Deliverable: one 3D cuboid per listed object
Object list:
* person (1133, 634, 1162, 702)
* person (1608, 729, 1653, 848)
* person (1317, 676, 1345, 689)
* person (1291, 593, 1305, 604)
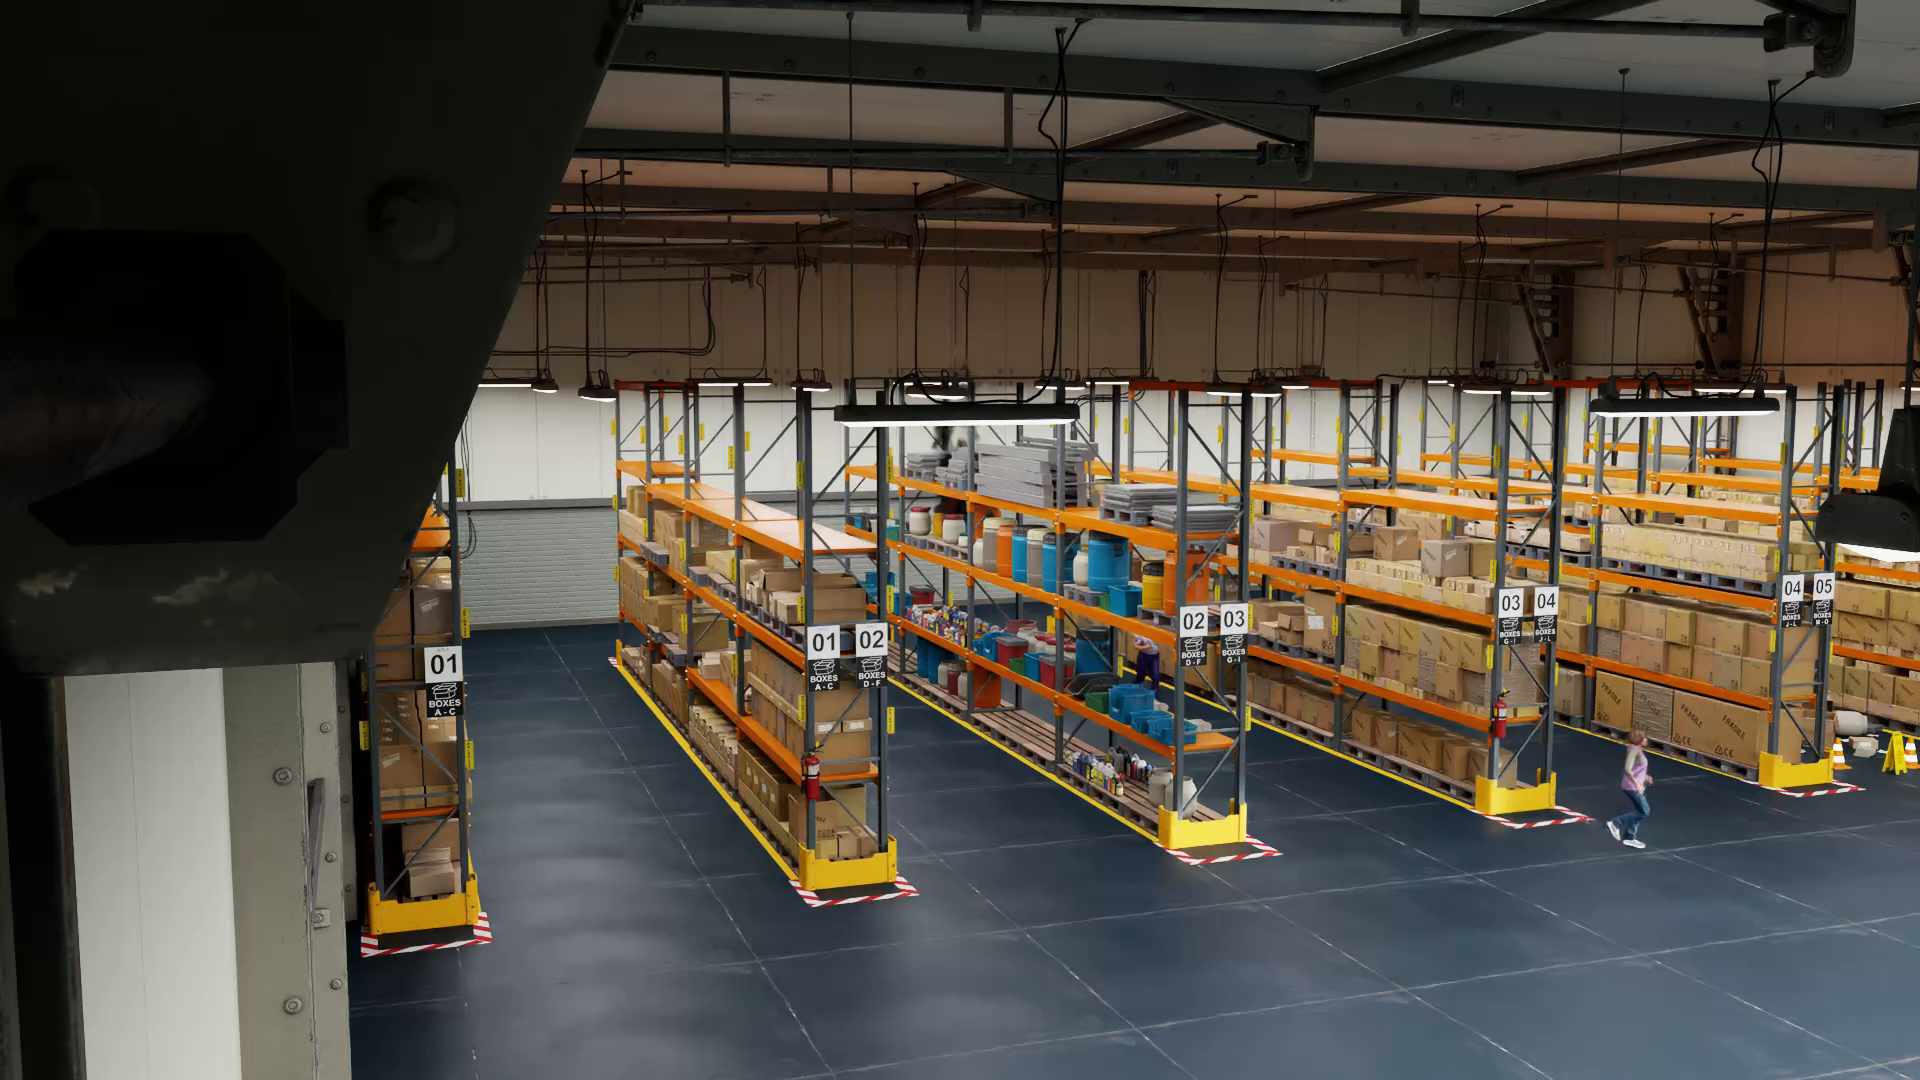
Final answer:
[{"bbox_3d":[3.492,2.234,30.887,0.607,1.632,0.941,-2,6,-17],"label":"person"},{"bbox_3d":[8.821,3.264,21.864,0.538,1.550,0.556,2,6,21],"label":"person"},{"bbox_3d":[7.300,2.001,32.850,0.731,1.811,0.938,-3,7,-26],"label":"person"},{"bbox_3d":[8.476,1.199,40.990,0.609,1.629,0.666,4,7,35],"label":"person"}]
